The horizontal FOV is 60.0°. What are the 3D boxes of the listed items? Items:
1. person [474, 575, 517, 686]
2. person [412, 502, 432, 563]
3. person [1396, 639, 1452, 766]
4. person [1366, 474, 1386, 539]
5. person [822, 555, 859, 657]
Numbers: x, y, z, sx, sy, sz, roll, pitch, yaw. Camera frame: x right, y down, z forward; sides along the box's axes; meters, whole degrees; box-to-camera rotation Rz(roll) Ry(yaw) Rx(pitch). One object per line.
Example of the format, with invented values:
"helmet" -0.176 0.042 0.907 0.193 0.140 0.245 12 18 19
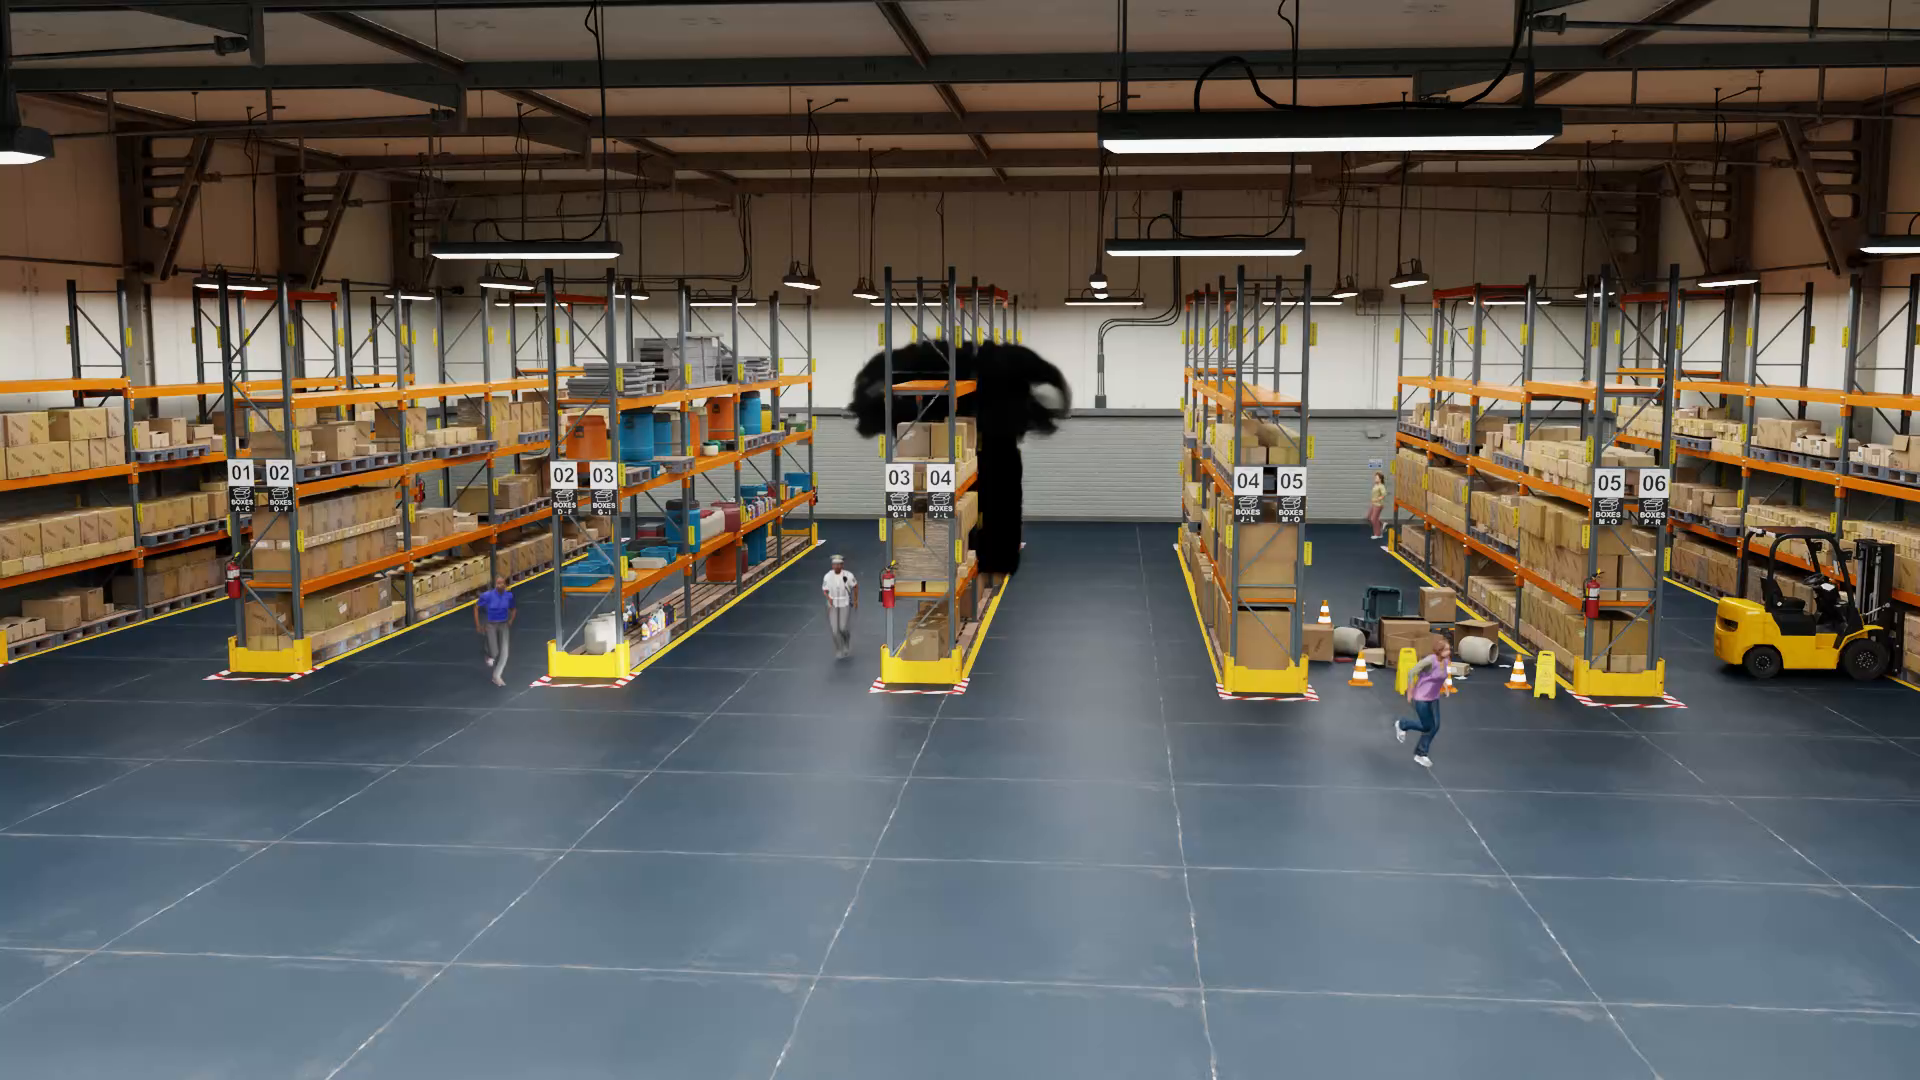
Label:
"person" -6.761 1.297 24.218 0.605 1.616 0.676 -4 8 -33
"person" -11.025 0.058 34.075 0.752 1.744 1.057 0 7 2
"person" 5.477 1.889 19.654 0.533 1.537 0.714 -6 9 -39
"person" 10.434 -0.850 41.617 0.503 1.628 0.580 -1 7 -9
"person" -1.873 1.039 25.915 0.551 1.648 0.664 0 7 4
